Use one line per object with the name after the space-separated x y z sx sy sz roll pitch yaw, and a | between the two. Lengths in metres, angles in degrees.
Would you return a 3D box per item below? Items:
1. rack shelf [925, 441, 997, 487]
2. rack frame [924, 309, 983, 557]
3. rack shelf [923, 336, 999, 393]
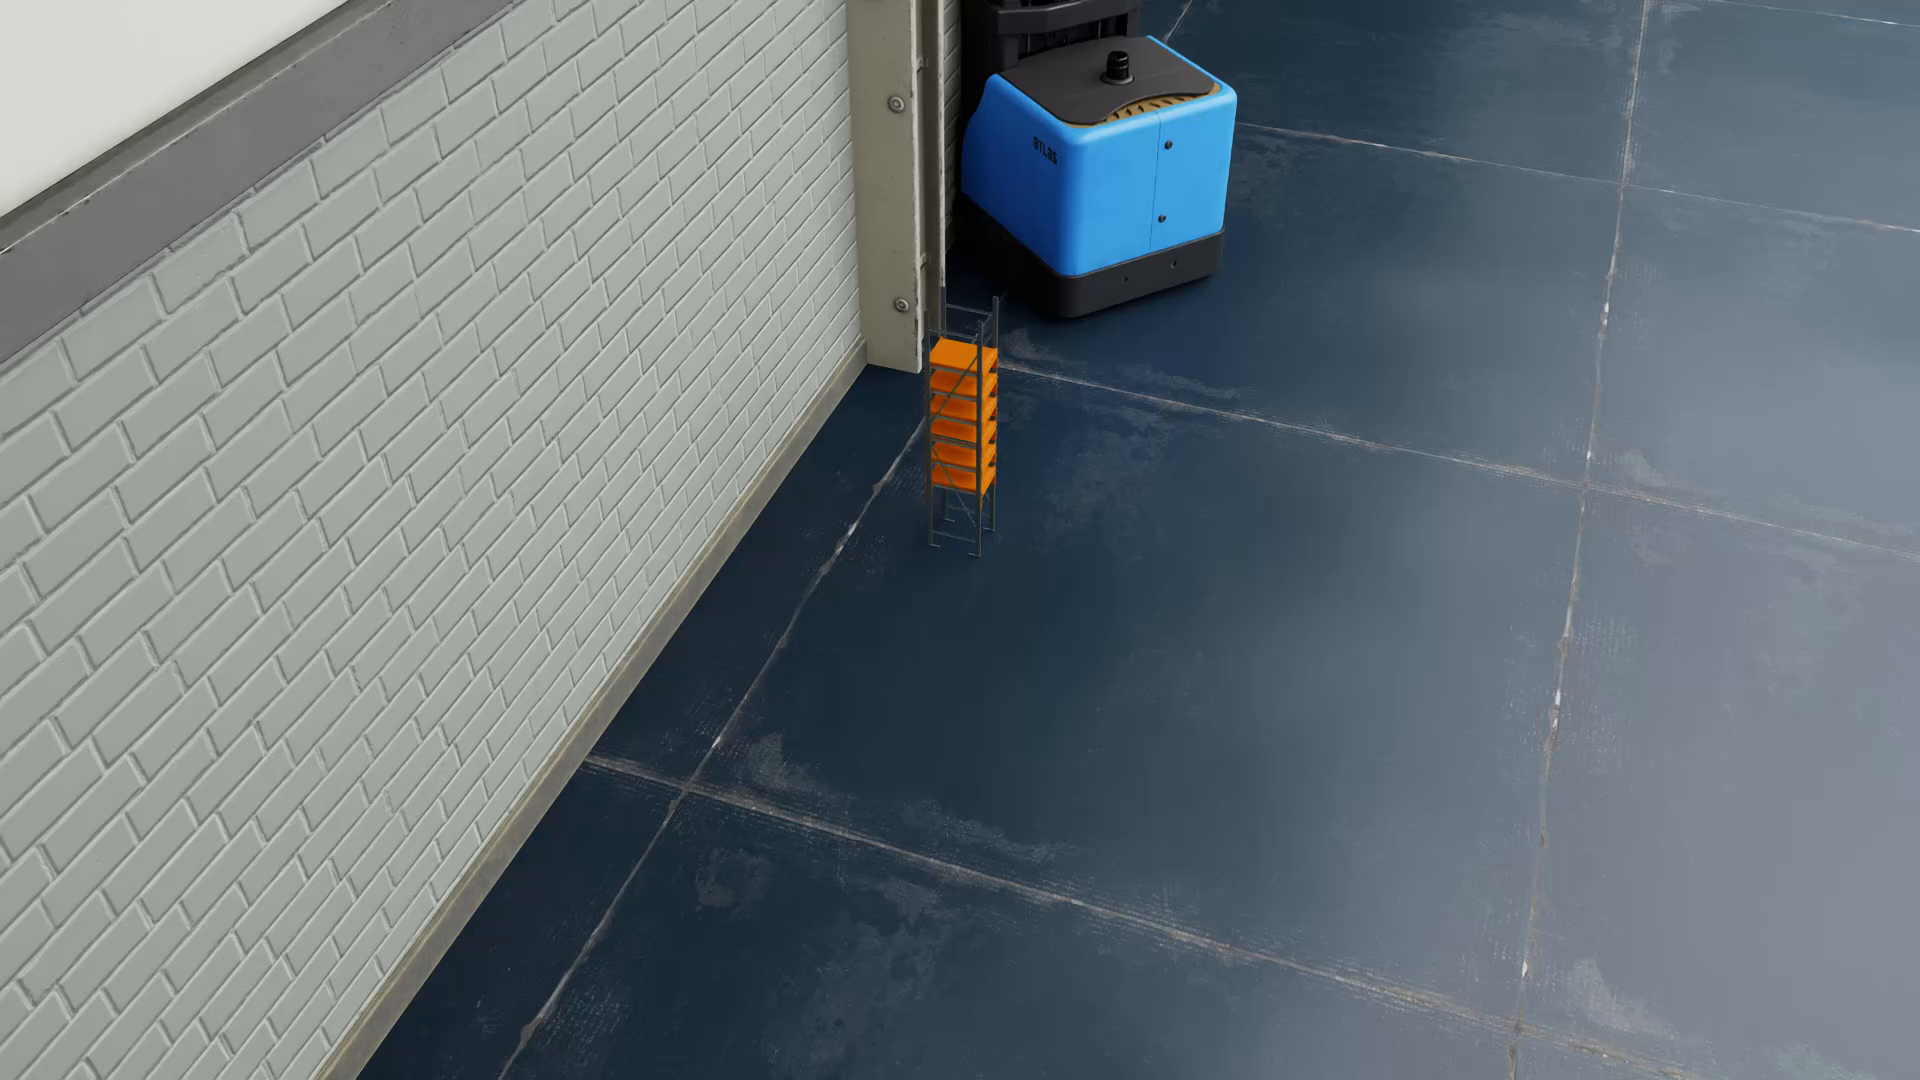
0.005 -0.340 6.978 0.258 0.103 0.180 13 42 15 | rack shelf
-0.026 -0.409 6.806 0.240 1.200 0.006 13 42 15 | rack frame
0.005 -0.705 6.666 0.258 0.103 0.180 13 42 15 | rack shelf
